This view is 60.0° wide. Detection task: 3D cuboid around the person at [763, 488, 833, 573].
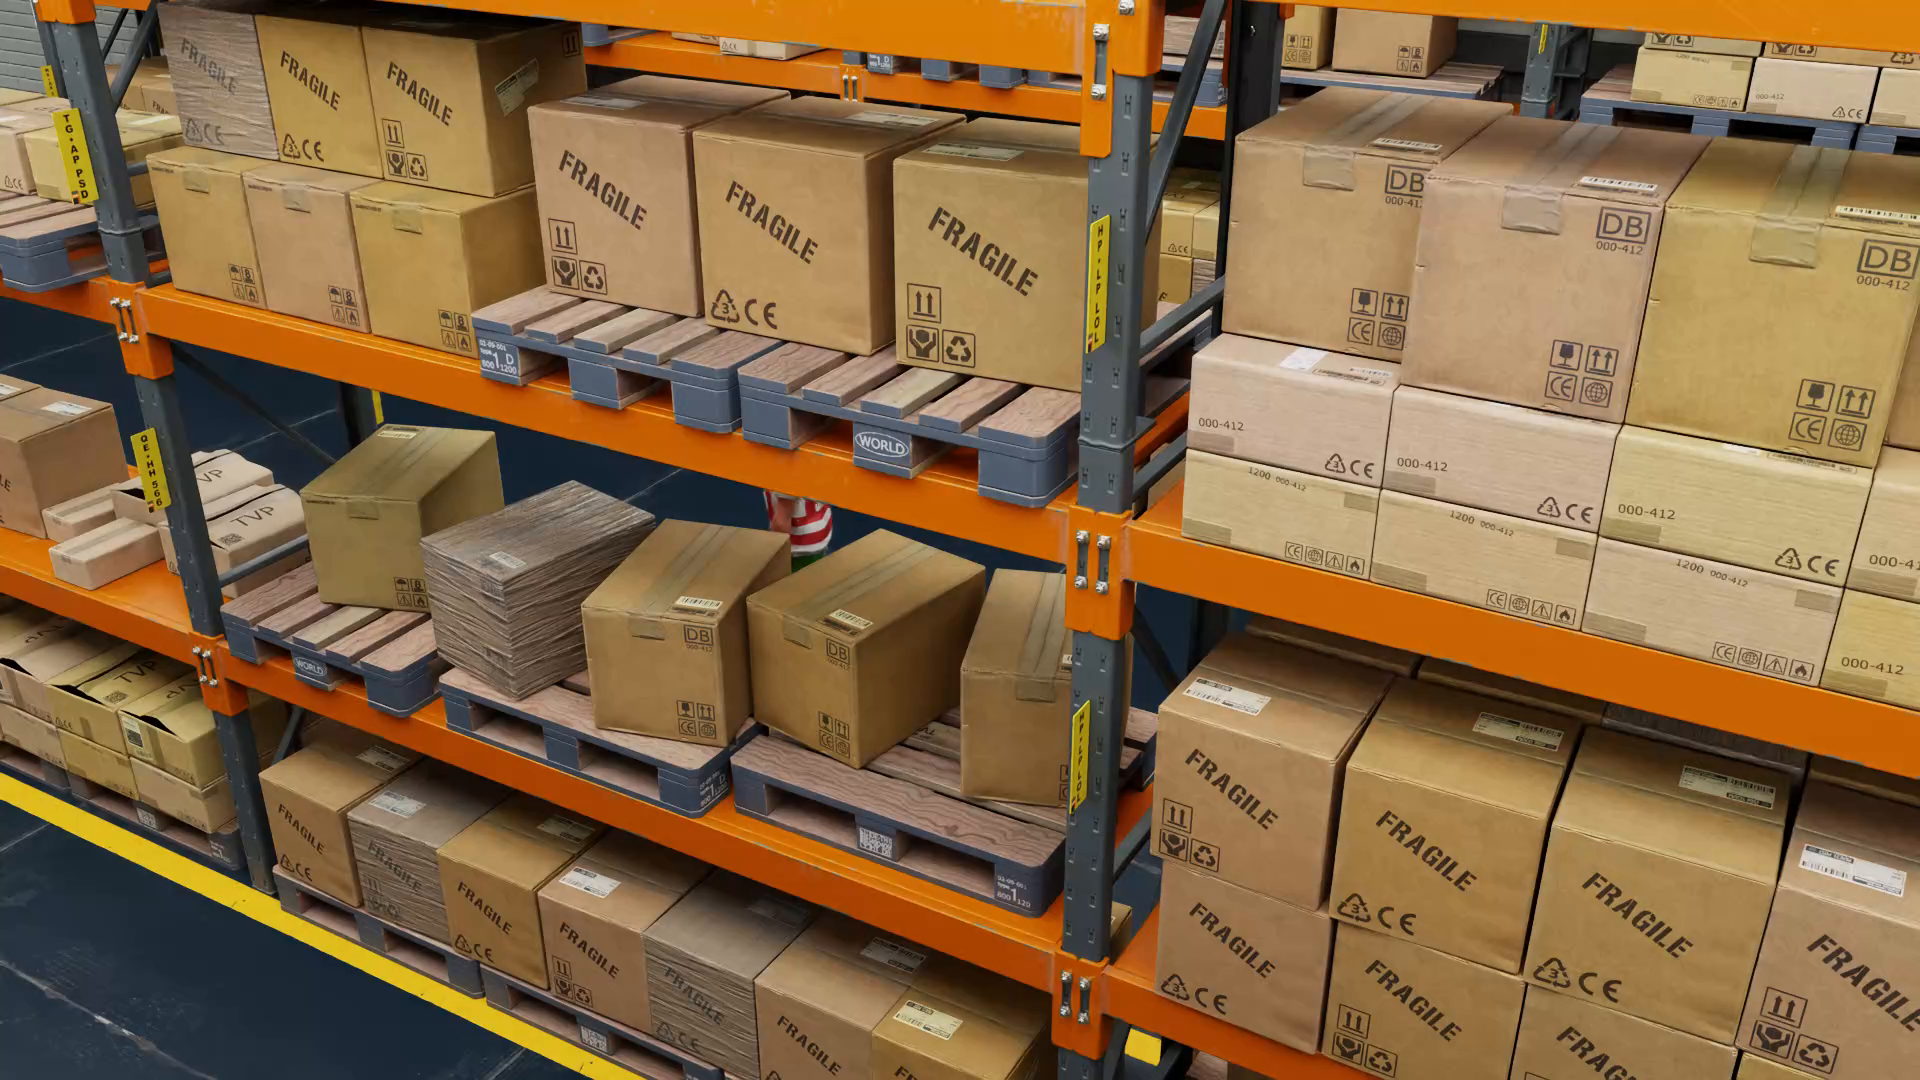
[{"bbox_3d":[-0.774,0.018,8.548,0.798,1.778,0.583,3,26,6],"label":"person"}]
